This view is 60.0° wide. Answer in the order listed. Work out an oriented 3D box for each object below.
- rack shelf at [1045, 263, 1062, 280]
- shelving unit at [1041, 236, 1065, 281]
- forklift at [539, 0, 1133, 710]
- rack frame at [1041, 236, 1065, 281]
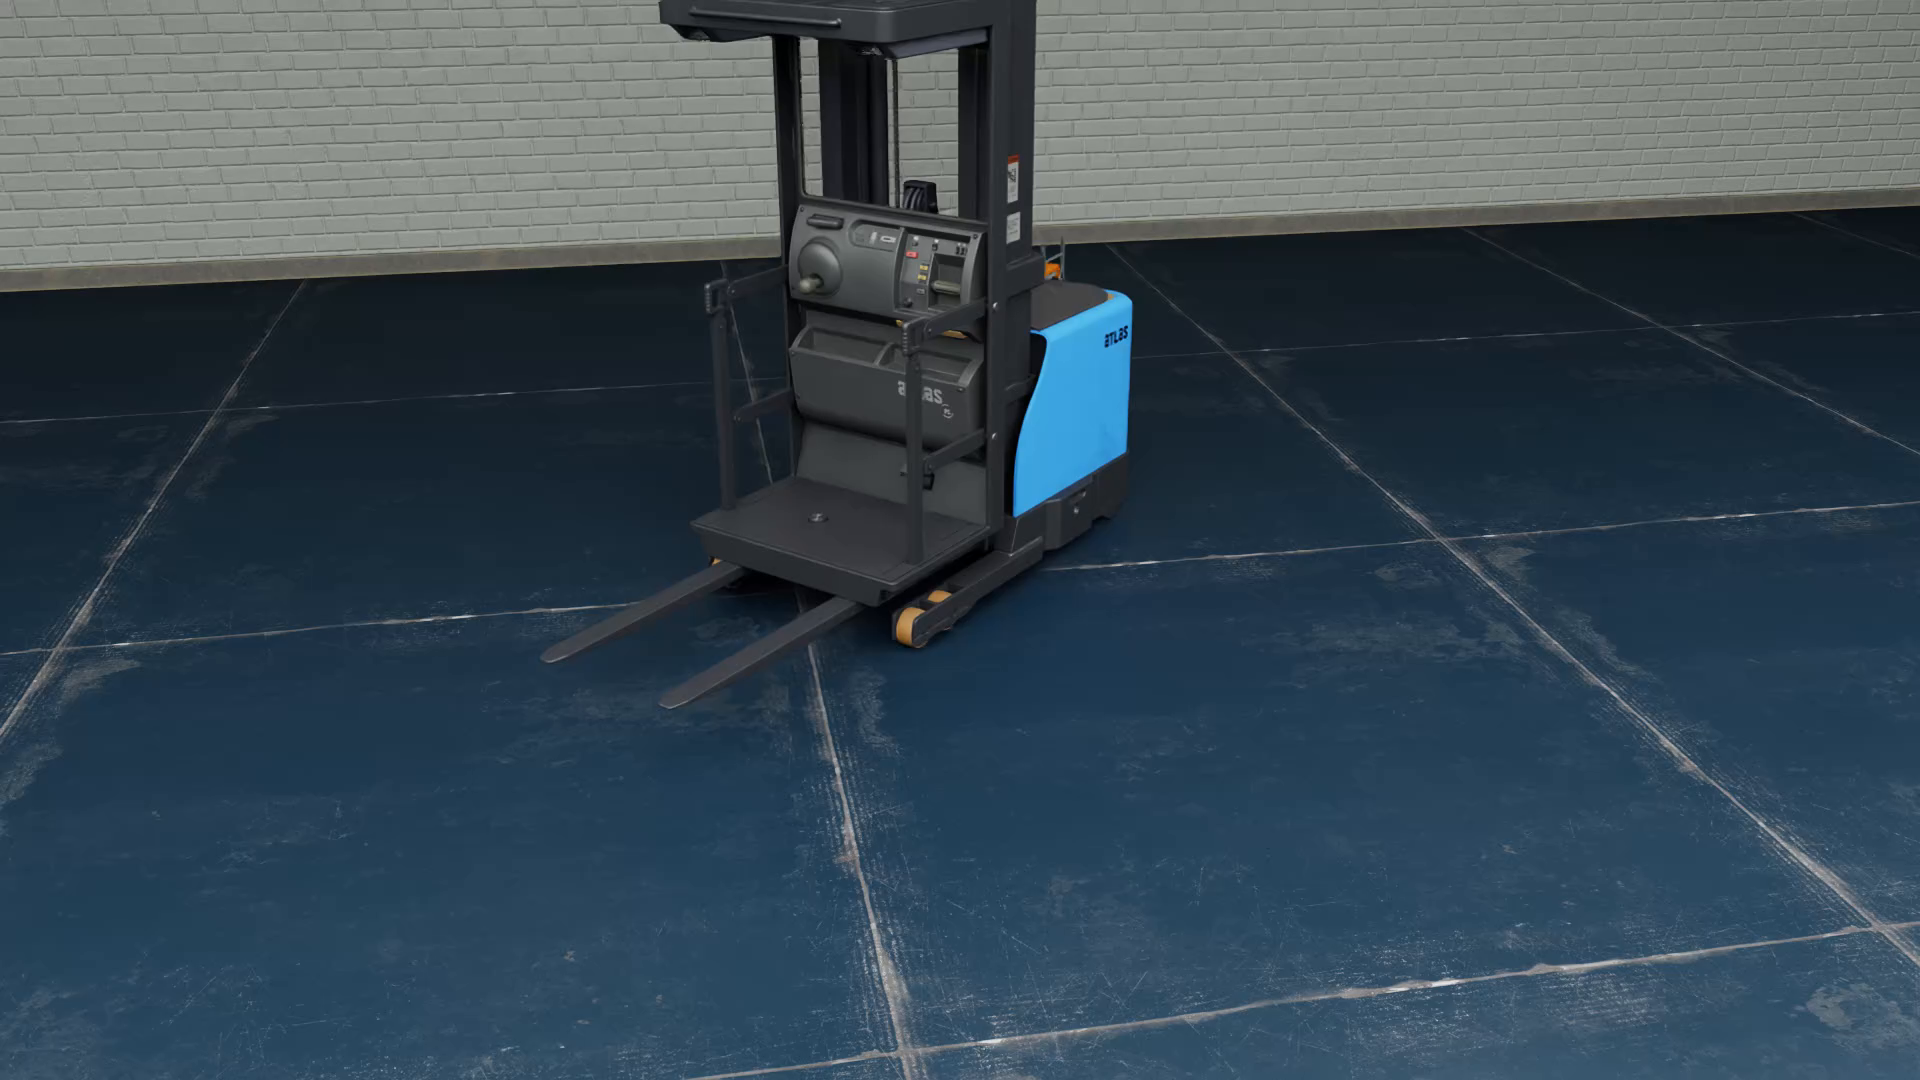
[{"bbox_3d":[0.240,-1.308,8.263,0.480,0.148,0.258,12,27,26],"label":"rack shelf"},{"bbox_3d":[0.241,-0.949,8.422,0.503,1.200,0.258,12,27,26],"label":"shelving unit"},{"bbox_3d":[-0.435,-1.122,6.656,1.130,2.935,3.031,15,28,31],"label":"forklift"},{"bbox_3d":[0.454,-0.902,8.314,0.015,1.200,0.240,12,27,26],"label":"rack frame"}]
